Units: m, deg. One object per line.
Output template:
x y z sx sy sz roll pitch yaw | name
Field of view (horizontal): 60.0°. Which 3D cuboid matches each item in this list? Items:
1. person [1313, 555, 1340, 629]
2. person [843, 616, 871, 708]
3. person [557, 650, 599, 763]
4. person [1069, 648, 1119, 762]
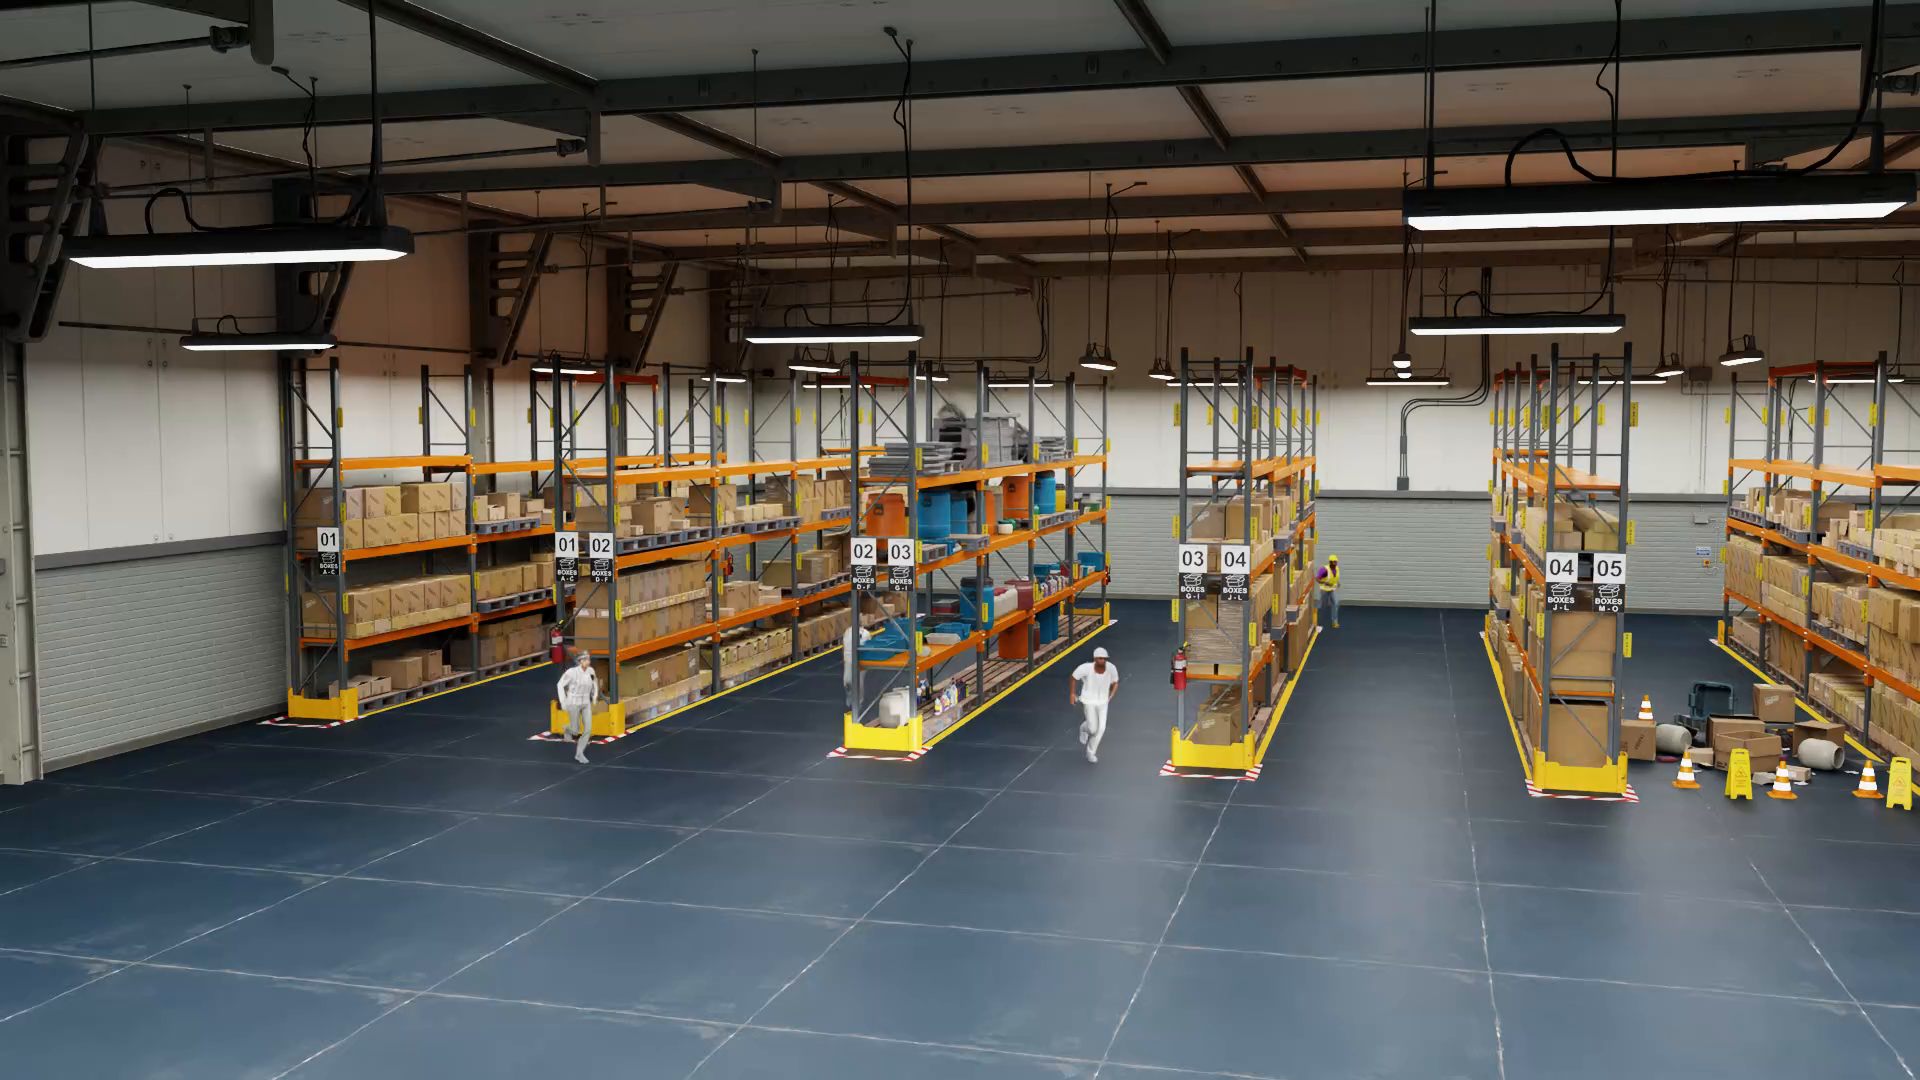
8.828 1.214 39.969 0.737 1.733 1.044 -2 5 -28 | person
-1.794 2.090 28.517 0.587 1.634 0.583 1 4 15 | person
-5.615 2.416 24.397 0.643 1.660 0.678 -4 5 -40 | person
1.969 2.391 24.337 0.692 1.688 0.765 -1 4 -20 | person
